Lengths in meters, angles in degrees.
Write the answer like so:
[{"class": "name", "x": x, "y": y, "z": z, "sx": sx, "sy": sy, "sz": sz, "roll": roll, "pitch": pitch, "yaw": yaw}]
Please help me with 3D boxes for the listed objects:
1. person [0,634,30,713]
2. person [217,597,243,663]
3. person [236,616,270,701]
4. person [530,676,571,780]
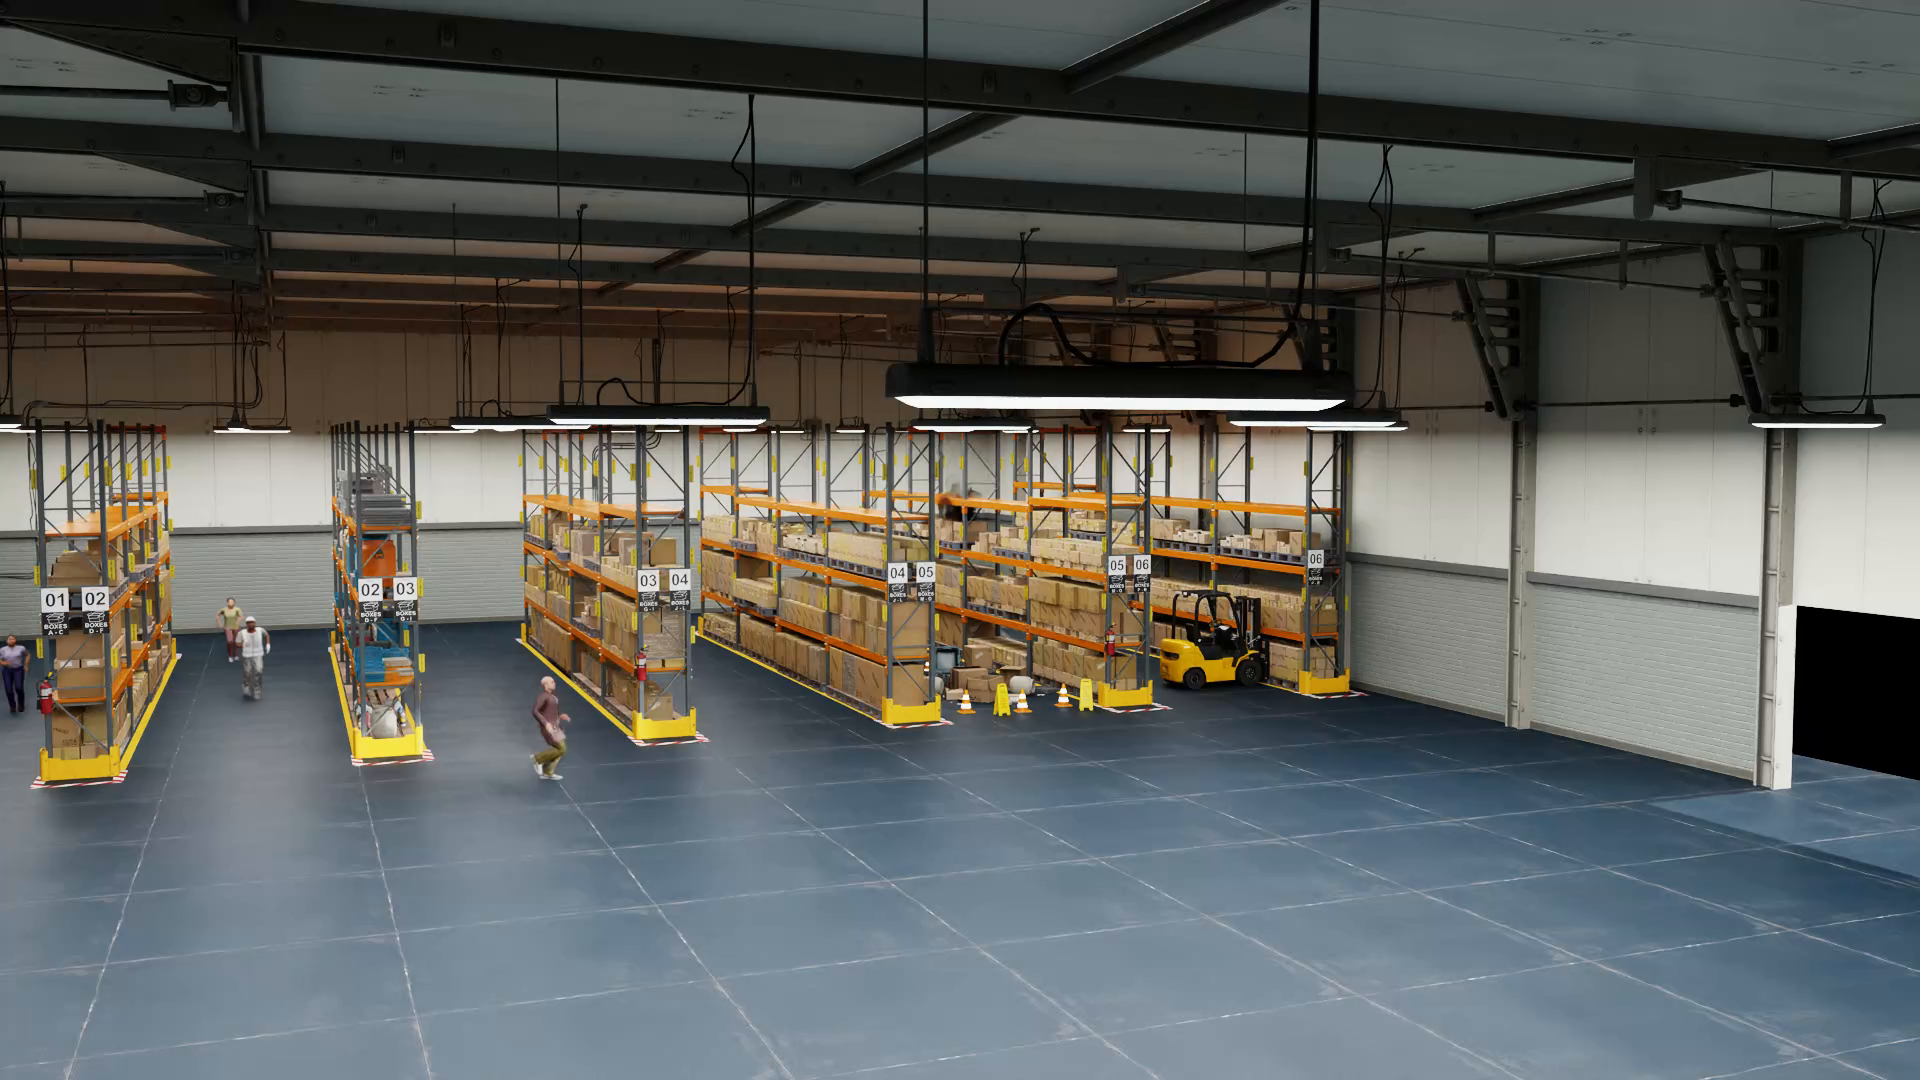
[{"class": "person", "x": -19.527, "y": 2.766, "z": 34.310, "sx": 0.579, "sy": 1.617, "sz": 0.643, "roll": -2, "pitch": 4, "yaw": -24}, {"class": "person", "x": -18.462, "y": 2.271, "z": 42.096, "sx": 0.589, "sy": 1.658, "sz": 0.755, "roll": -2, "pitch": 4, "yaw": -34}, {"class": "person", "x": -15.429, "y": 2.565, "z": 36.284, "sx": 0.693, "sy": 1.828, "sz": 0.922, "roll": -2, "pitch": 4, "yaw": -25}, {"class": "person", "x": -6.819, "y": 3.133, "z": 27.669, "sx": 0.635, "sy": 1.735, "sz": 0.708, "roll": 0, "pitch": 4, "yaw": -1}]
